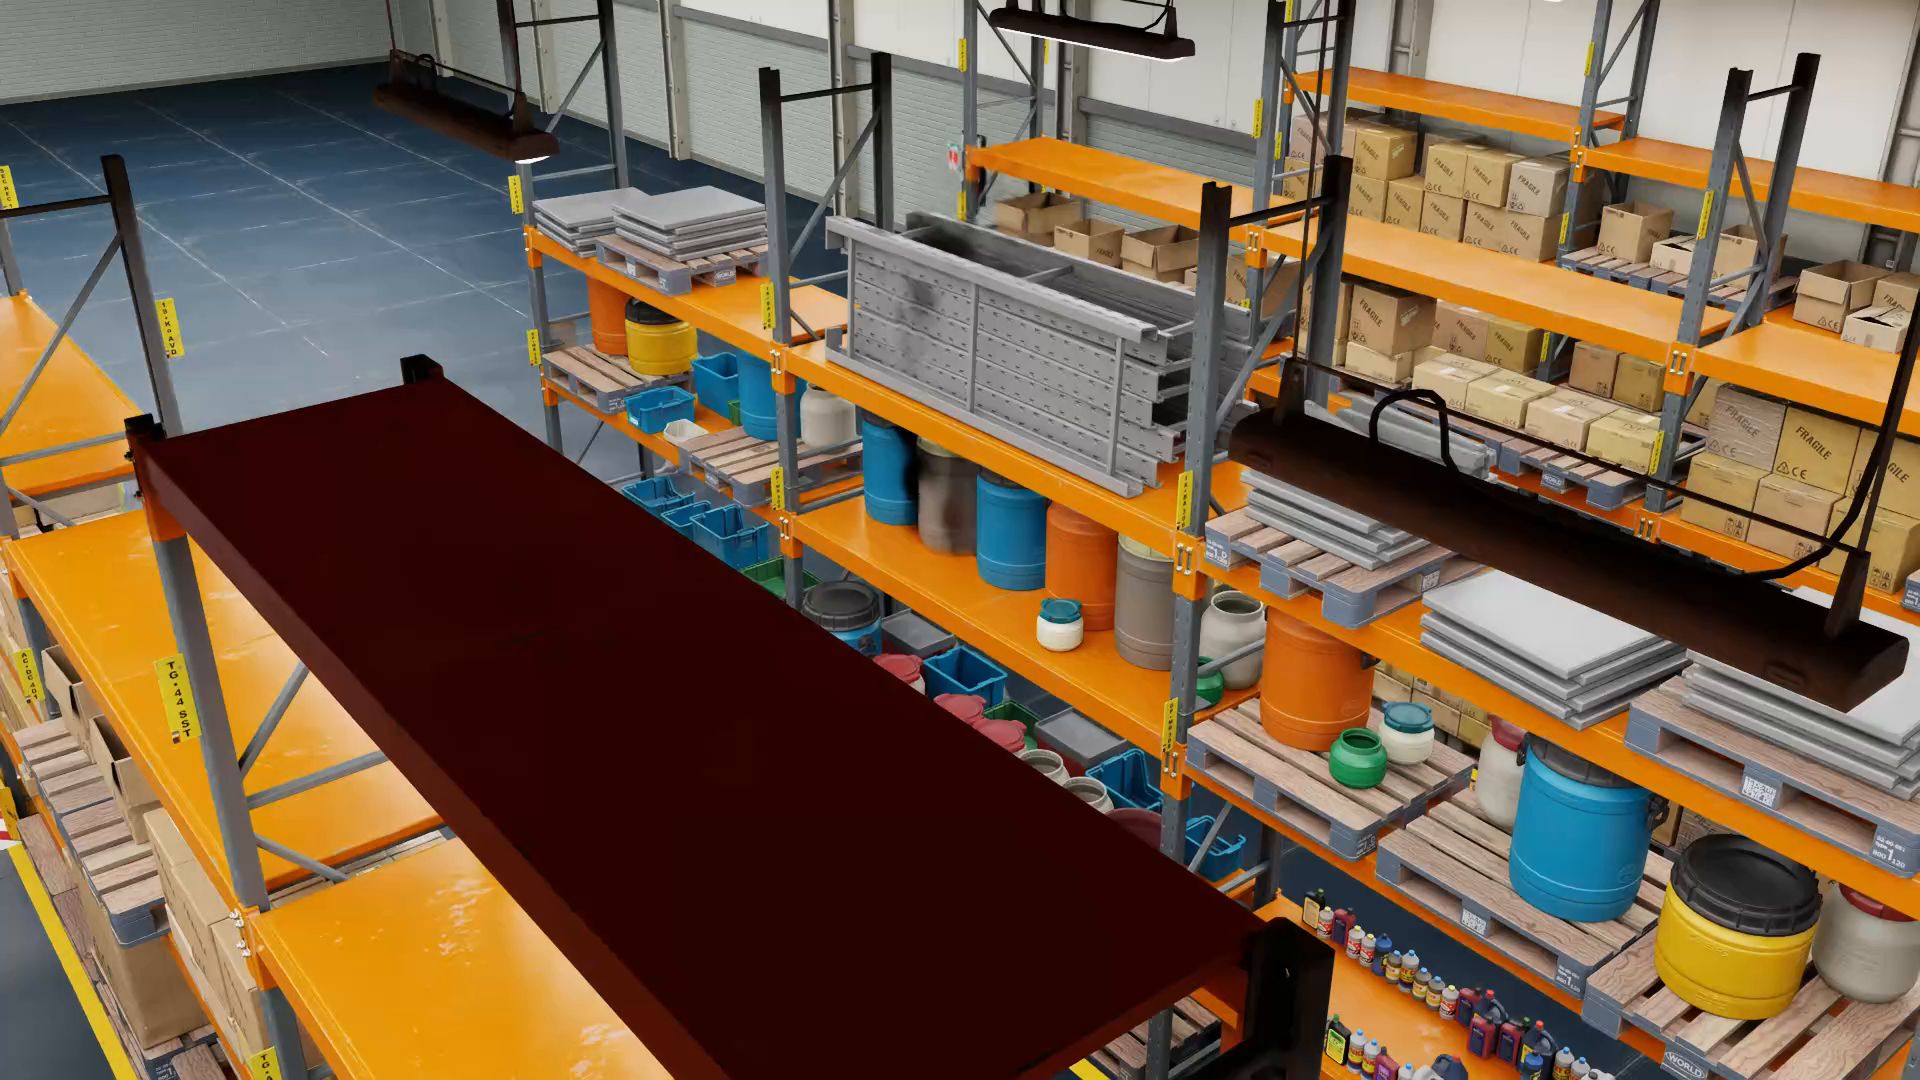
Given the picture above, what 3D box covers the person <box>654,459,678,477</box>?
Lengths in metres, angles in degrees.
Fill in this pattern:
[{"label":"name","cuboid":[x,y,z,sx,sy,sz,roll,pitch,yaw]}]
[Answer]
[{"label":"person","cuboid":[-3.217,-1.558,19.390,0.912,1.782,0.653,-3,26,-7]}]
